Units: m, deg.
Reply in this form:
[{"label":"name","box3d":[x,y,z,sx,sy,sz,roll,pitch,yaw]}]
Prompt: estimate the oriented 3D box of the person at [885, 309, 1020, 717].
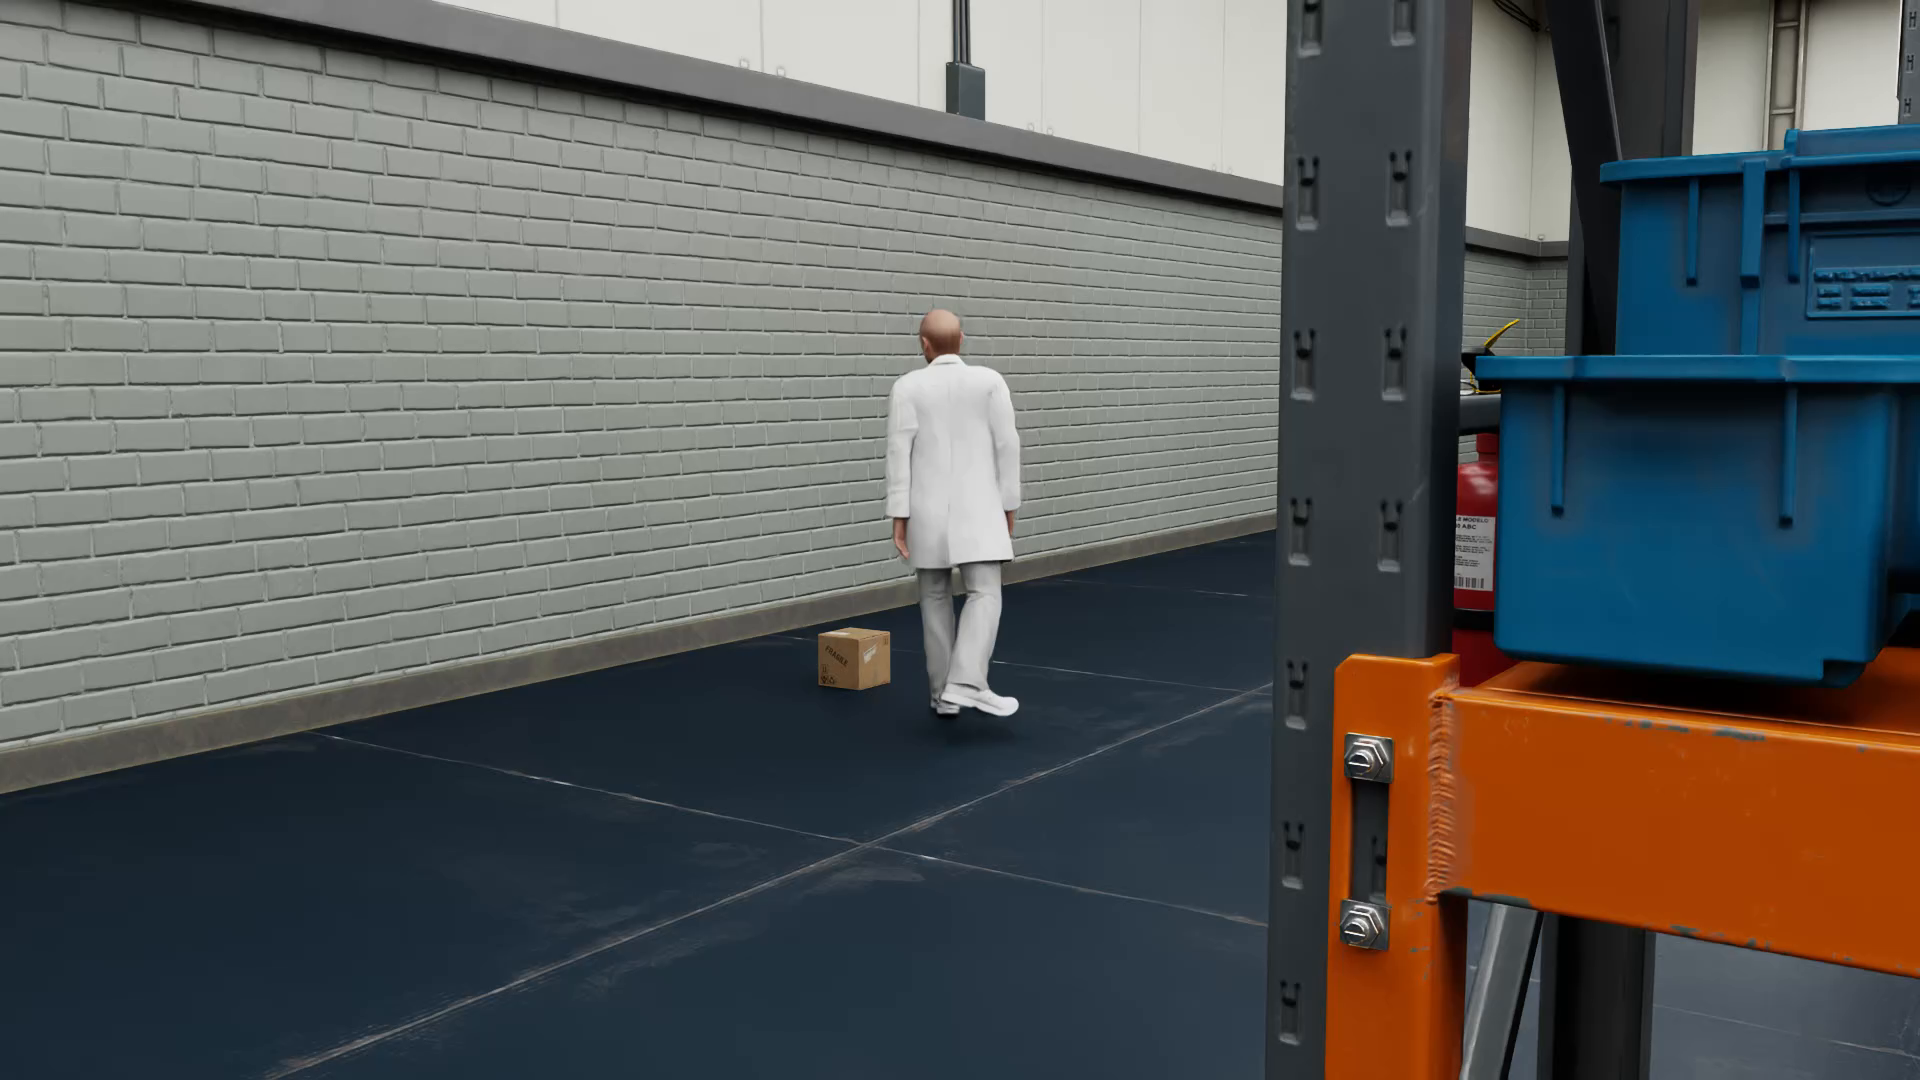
[{"label":"person","box3d":[-0.034,-0.102,7.173,0.585,1.778,0.747,0,6,3]}]
